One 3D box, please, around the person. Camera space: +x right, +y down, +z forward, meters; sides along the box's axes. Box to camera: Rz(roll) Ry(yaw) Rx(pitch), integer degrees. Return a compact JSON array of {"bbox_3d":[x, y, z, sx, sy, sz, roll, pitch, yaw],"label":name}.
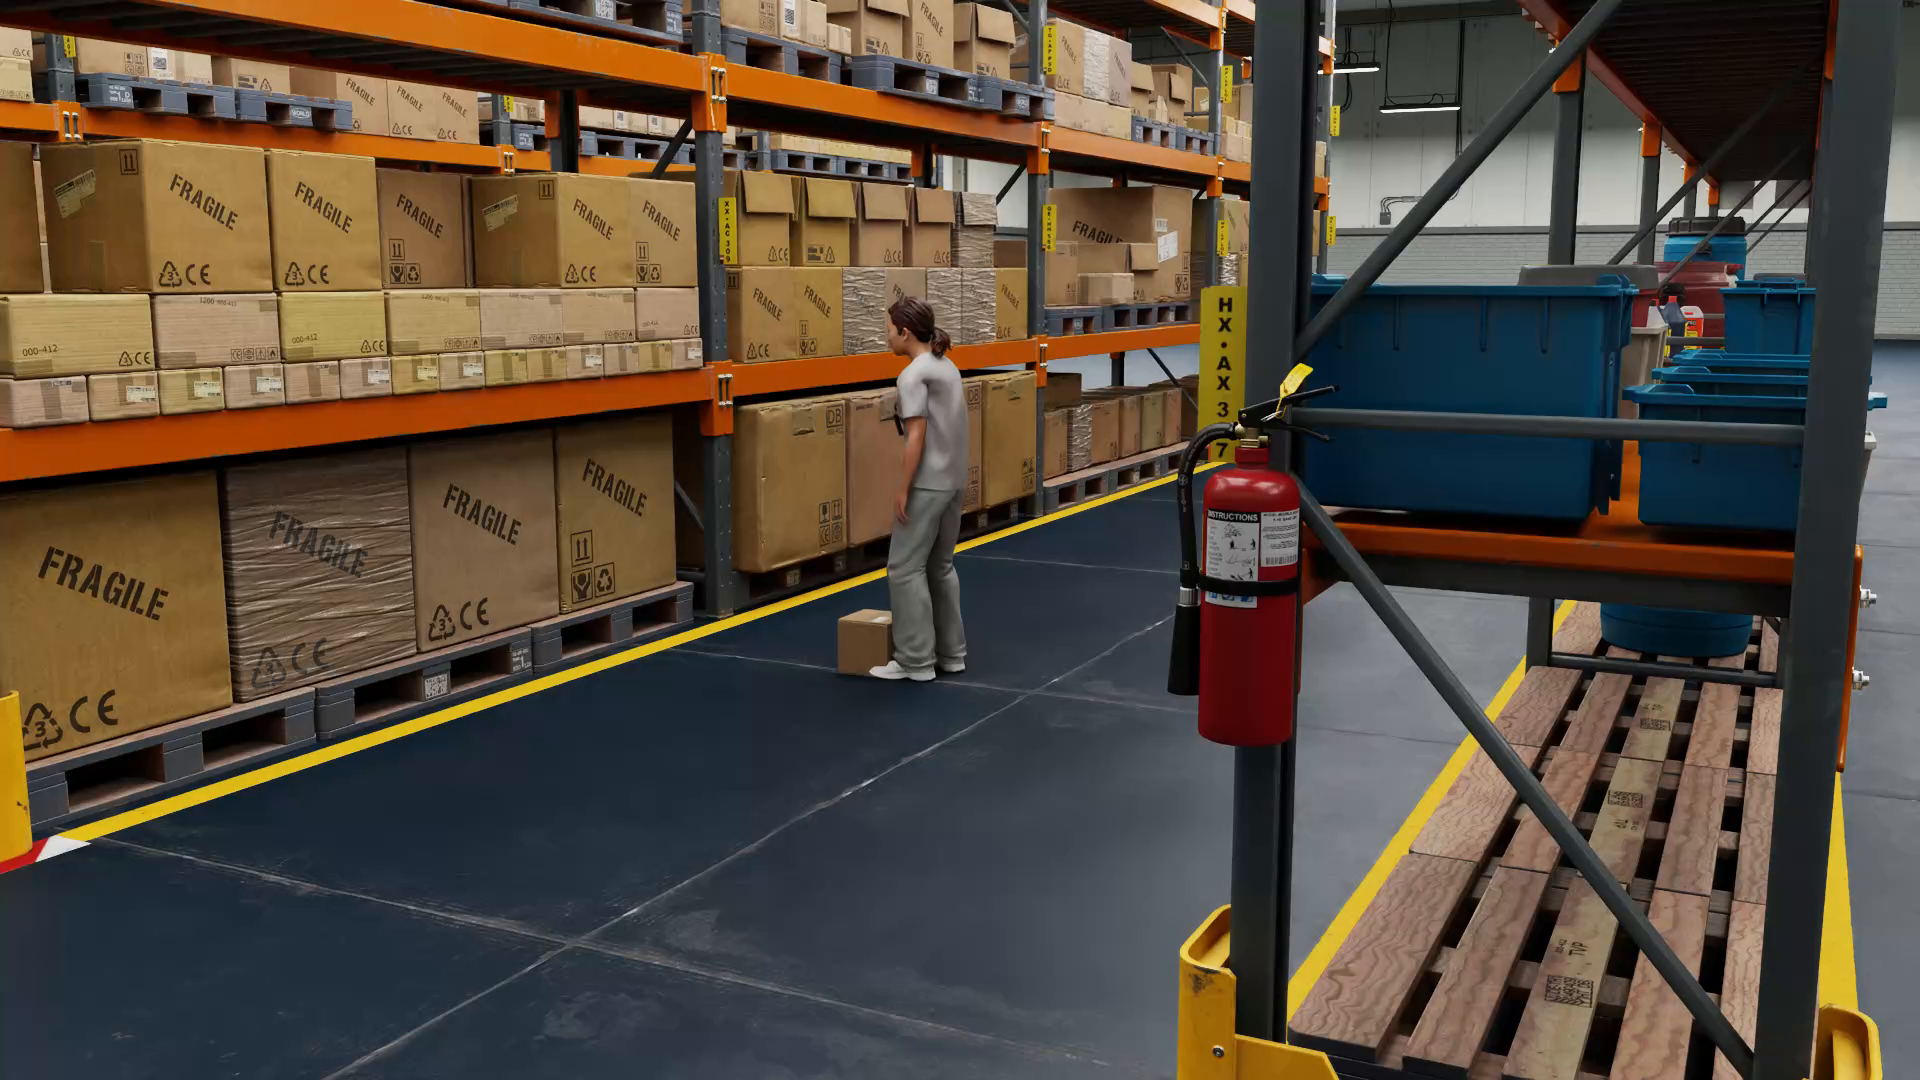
[{"bbox_3d":[-0.176,-0.222,7.258,0.416,1.671,0.503,4,10,23],"label":"person"}]
